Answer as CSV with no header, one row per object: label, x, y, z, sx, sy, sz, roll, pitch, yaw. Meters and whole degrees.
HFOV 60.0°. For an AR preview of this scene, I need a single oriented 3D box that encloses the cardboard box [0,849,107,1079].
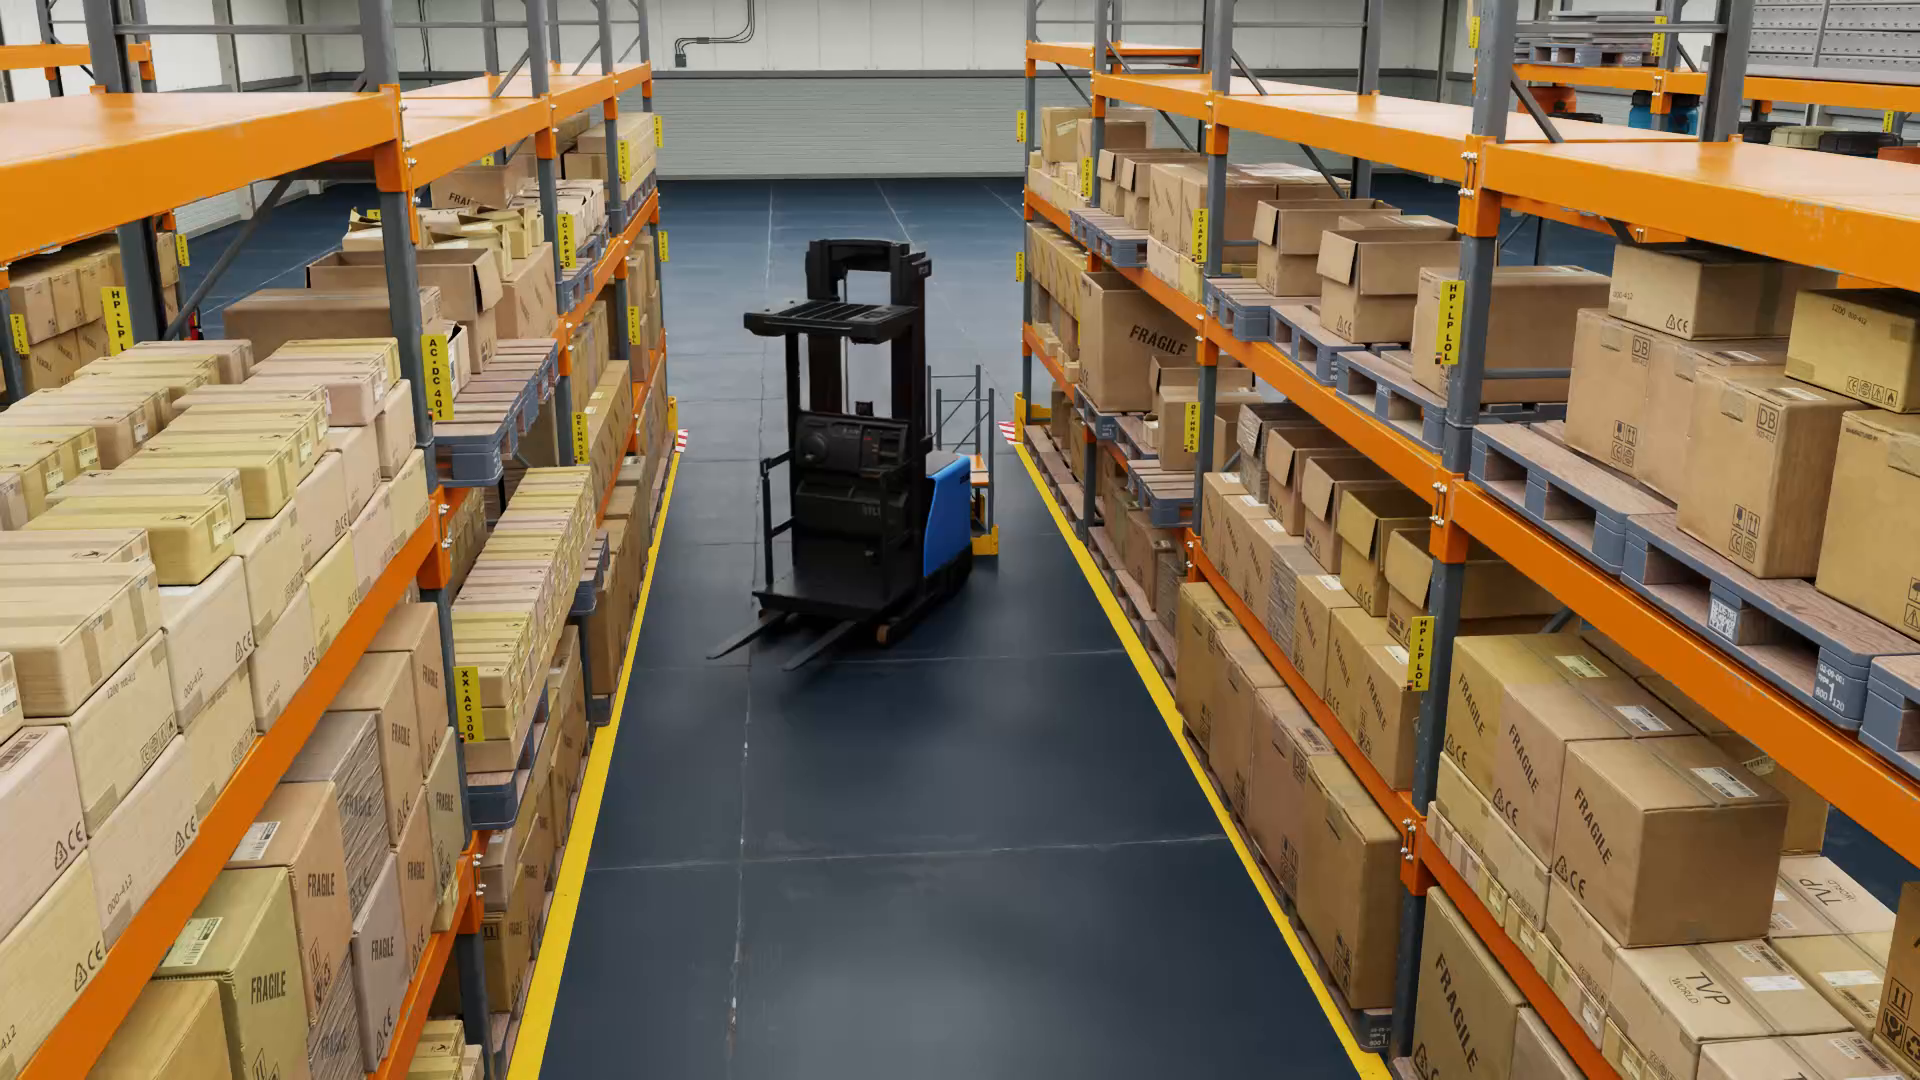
cardboard box,-1.880,0.779,2.929,0.500,0.250,0.500,-1,17,-4

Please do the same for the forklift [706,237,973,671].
forklift,-0.920,-0.735,12.626,1.130,2.935,3.031,7,19,21

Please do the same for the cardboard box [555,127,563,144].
cardboard box,-3.786,-3.635,14.961,0.380,0.149,0.250,-2,18,-5

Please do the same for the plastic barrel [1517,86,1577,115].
plastic barrel,6.308,-4.458,17.943,0.600,0.830,0.708,-2,18,-6

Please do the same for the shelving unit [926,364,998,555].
shelving unit,-0.008,-0.738,15.025,0.587,1.500,1.083,-2,18,-6

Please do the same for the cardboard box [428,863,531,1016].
cardboard box,-2.313,1.853,7.740,0.500,0.500,0.500,-1,17,-3

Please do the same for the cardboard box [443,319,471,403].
cardboard box,-2.383,-0.769,7.058,0.500,0.311,0.500,-2,18,-6

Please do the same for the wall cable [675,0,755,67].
wall cable,-7.052,-16.543,47.171,2.305,6.003,0.169,-2,18,-6

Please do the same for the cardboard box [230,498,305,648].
cardboard box,-2.024,0.087,4.301,0.500,0.250,0.500,-2,18,-8

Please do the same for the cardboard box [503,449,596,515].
cardboard box,-2.691,-0.293,10.934,0.500,0.500,0.500,-2,17,-5

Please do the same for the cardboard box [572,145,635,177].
cardboard box,-3.152,-3.349,14.714,0.500,0.250,0.500,-2,18,-6

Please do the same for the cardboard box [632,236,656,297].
cardboard box,-3.590,-2.800,17.036,0.875,0.550,0.550,-2,18,-6

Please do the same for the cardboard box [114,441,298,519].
cardboard box,-1.991,-0.155,4.406,0.380,0.149,0.250,-2,18,-7

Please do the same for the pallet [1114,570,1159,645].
pallet,1.829,0.509,13.203,1.003,0.211,1.213,-2,18,-6

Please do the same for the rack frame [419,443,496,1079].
rack frame,-2.501,1.089,6.701,1.000,3.000,0.127,-2,18,-6

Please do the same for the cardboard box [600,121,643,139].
cardboard box,-3.209,-3.882,15.746,0.380,0.149,0.250,-2,18,-5

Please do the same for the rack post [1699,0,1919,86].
rack post,6.833,-3.944,12.383,1.013,1.000,3.121,-2,18,-6

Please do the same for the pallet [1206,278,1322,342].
pallet,2.150,-1.377,9.862,1.213,0.211,1.003,-1,17,-3

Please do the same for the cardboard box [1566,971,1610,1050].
cardboard box,2.277,1.570,5.587,0.380,0.149,0.250,-2,17,-5

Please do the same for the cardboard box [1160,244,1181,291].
cardboard box,1.673,-1.867,11.359,0.500,0.250,0.500,-2,18,-6

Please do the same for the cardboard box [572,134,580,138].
cardboard box,-3.838,-3.783,16.096,0.500,0.250,0.500,-2,18,-6

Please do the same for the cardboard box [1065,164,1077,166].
cardboard box,1.216,-3.531,15.993,0.380,0.149,0.250,-2,18,-8

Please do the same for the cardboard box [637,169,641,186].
cardboard box,-3.159,-3.352,15.390,0.380,0.149,0.250,-2,18,-6

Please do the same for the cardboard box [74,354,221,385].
cardboard box,-2.717,-0.523,5.578,0.380,0.149,0.250,-3,18,-8

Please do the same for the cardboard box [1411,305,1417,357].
cardboard box,2.419,-0.953,7.644,0.500,0.311,0.500,-2,18,-8

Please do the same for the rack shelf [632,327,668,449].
rack shelf,-3.532,-1.547,16.298,1.077,0.370,4.000,-2,18,-6

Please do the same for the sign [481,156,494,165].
sign,-3.878,-2.992,13.698,0.100,0.325,0.005,-2,18,-6

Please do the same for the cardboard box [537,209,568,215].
cardboard box,-2.769,-1.962,10.691,0.500,0.311,0.500,-2,18,-6

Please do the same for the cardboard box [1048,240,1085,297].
cardboard box,1.146,-2.657,16.299,0.500,0.500,0.500,-2,18,-6

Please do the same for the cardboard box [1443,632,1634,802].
cardboard box,2.238,0.688,6.479,0.500,0.500,0.500,-2,18,-6

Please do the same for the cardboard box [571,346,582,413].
cardboard box,-3.058,-1.065,11.725,0.700,0.500,0.500,-2,18,-6

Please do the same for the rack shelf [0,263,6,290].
rack shelf,-8.033,-1.604,11.470,1.077,0.370,4.000,-2,18,-6

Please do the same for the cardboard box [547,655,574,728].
cardboard box,-2.519,0.877,9.594,0.500,0.250,0.500,-2,17,-5

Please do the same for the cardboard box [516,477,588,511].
cardboard box,-2.383,-0.260,9.724,0.380,0.149,0.250,-2,18,-6

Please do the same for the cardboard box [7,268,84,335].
cardboard box,-8.100,-2.069,14.426,0.700,0.500,0.500,-2,18,-5

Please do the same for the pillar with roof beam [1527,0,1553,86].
pillar with roof beam,10.161,-12.766,40.818,9.100,9.000,0.400,-2,18,-6

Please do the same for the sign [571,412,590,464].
sign,-2.375,-0.637,10.397,0.100,0.325,0.005,-2,18,-6

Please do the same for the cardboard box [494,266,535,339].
cardboard box,-2.490,-1.122,8.567,0.500,0.500,0.500,-2,18,-6

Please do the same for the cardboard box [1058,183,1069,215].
cardboard box,1.210,-3.213,15.645,0.500,0.250,0.500,-2,18,-6

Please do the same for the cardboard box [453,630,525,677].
cardboard box,-2.119,0.510,7.269,0.380,0.149,0.250,-1,17,-4

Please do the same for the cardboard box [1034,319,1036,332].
cardboard box,1.004,-2.322,17.985,0.380,0.149,0.250,-2,18,-6

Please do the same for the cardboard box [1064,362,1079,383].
cardboard box,1.184,-1.575,15.605,0.380,0.149,0.250,-2,18,-6

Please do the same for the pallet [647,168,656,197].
pallet,-3.652,-3.654,16.950,1.003,0.211,1.213,-2,18,-6

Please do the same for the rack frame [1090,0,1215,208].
rack frame,1.618,-4.280,13.786,1.000,3.000,0.127,-2,18,-6

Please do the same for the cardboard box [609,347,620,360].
cardboard box,-3.376,-1.476,14.619,0.875,0.550,0.550,-2,18,-6

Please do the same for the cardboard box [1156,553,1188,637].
cardboard box,1.872,0.393,12.356,0.700,0.500,0.500,-3,18,-10

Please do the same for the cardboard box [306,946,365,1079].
cardboard box,-2.037,1.492,4.753,0.500,0.500,0.500,-2,18,-7

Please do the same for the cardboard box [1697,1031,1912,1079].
cardboard box,2.437,1.648,4.673,0.500,0.250,0.500,-2,18,-8

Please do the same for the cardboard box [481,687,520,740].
cardboard box,-2.084,0.735,7.050,0.380,0.149,0.250,-1,17,-5

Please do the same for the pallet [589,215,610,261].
pallet,-3.182,-2.363,13.007,0.805,0.209,1.217,-2,18,-8

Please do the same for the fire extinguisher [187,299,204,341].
fire extinguisher,-8.205,-2.315,17.671,0.296,0.674,0.183,-2,18,-6

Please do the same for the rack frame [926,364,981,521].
rack frame,-0.061,-0.892,15.516,0.500,1.500,0.032,-2,18,-6

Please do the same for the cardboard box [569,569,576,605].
cardboard box,-2.303,0.255,9.076,0.380,0.149,0.250,-3,18,-8

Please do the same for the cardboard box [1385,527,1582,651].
cardboard box,2.369,0.249,7.533,0.797,0.503,0.637,-2,18,-7

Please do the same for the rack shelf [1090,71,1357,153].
rack shelf,1.824,-3.150,12.056,1.077,0.370,4.000,-2,18,-6

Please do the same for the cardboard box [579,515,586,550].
cardboard box,-2.351,-0.034,9.500,0.380,0.149,0.250,-1,17,-4
